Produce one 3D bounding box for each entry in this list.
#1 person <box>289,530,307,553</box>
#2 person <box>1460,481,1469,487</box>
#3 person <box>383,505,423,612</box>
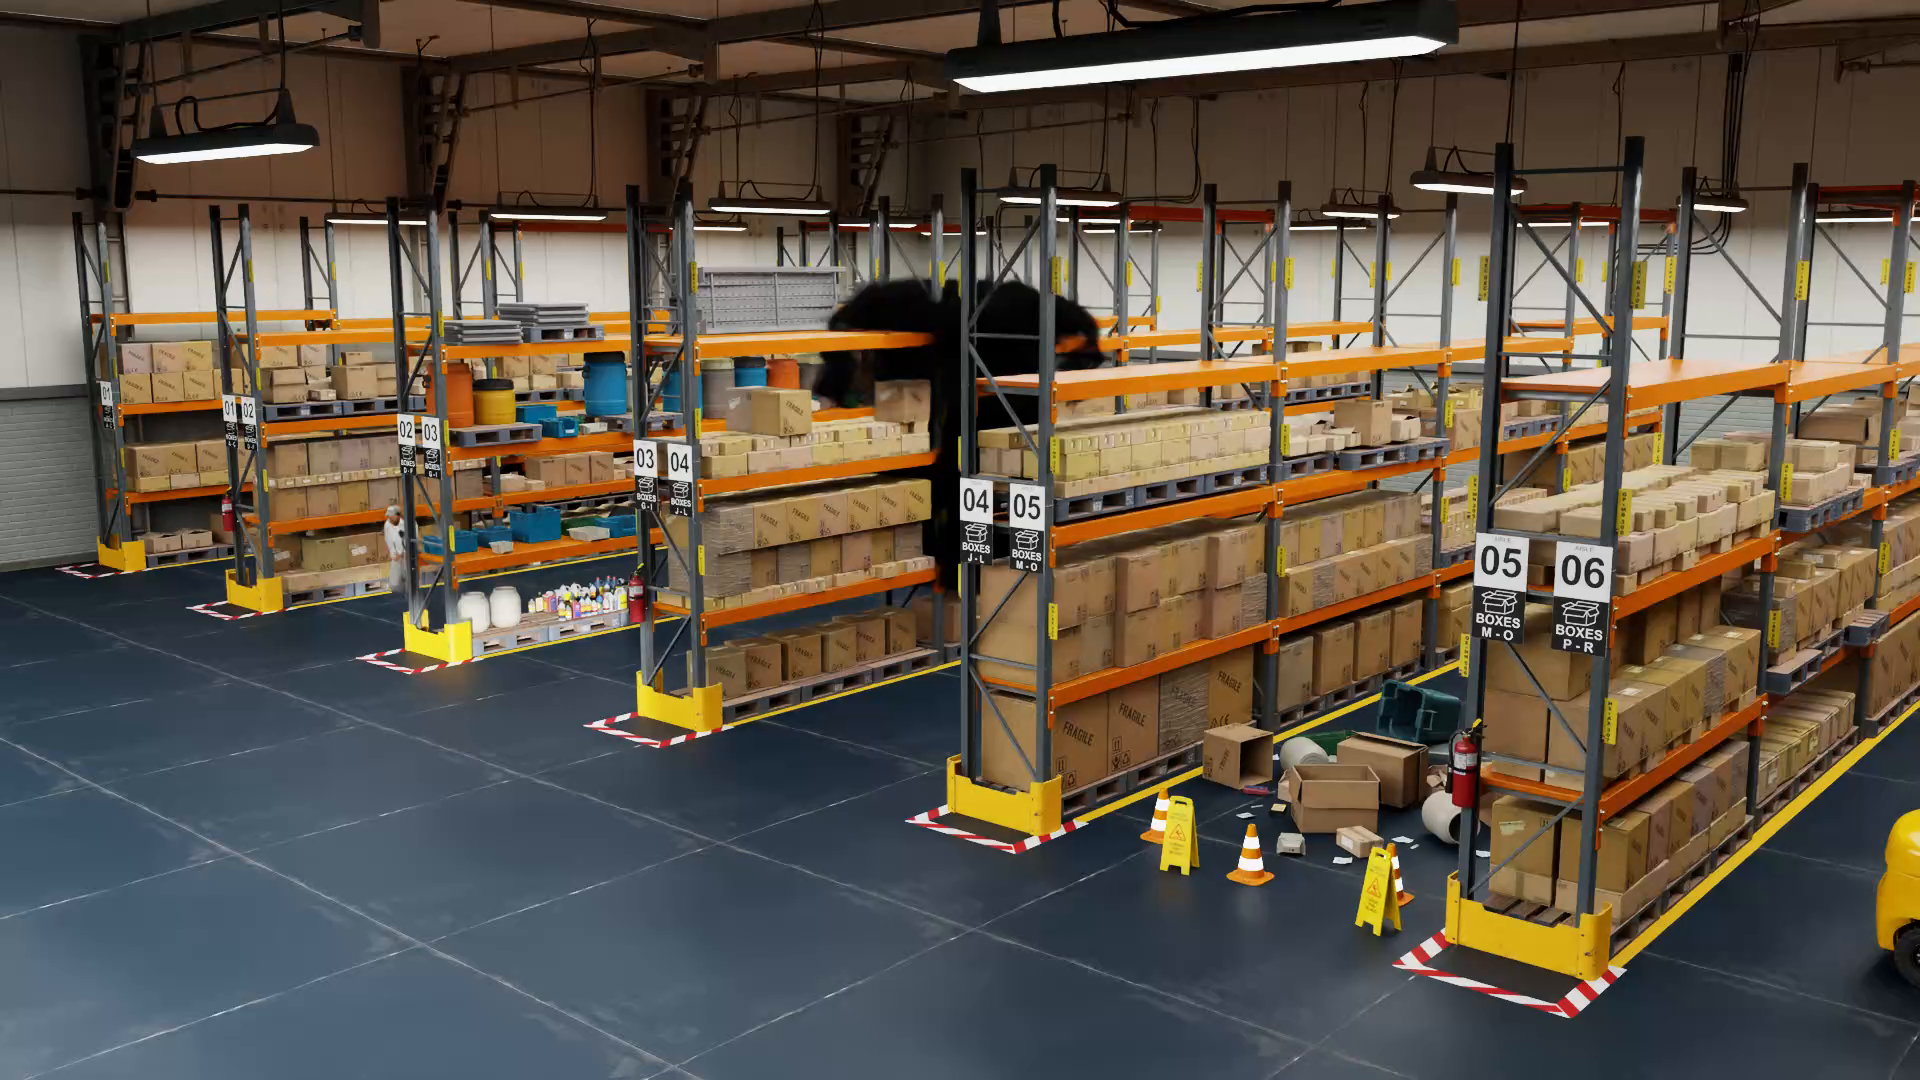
[{"bbox_3d":[-10.973,-0.189,27.623,0.538,1.599,0.848,4,10,20],"label":"person"},{"bbox_3d":[8.192,-0.096,26.865,0.767,1.735,0.525,-8,13,-41],"label":"person"},{"bbox_3d":[-7.826,0.264,23.280,0.614,1.565,0.644,3,10,17],"label":"person"}]
